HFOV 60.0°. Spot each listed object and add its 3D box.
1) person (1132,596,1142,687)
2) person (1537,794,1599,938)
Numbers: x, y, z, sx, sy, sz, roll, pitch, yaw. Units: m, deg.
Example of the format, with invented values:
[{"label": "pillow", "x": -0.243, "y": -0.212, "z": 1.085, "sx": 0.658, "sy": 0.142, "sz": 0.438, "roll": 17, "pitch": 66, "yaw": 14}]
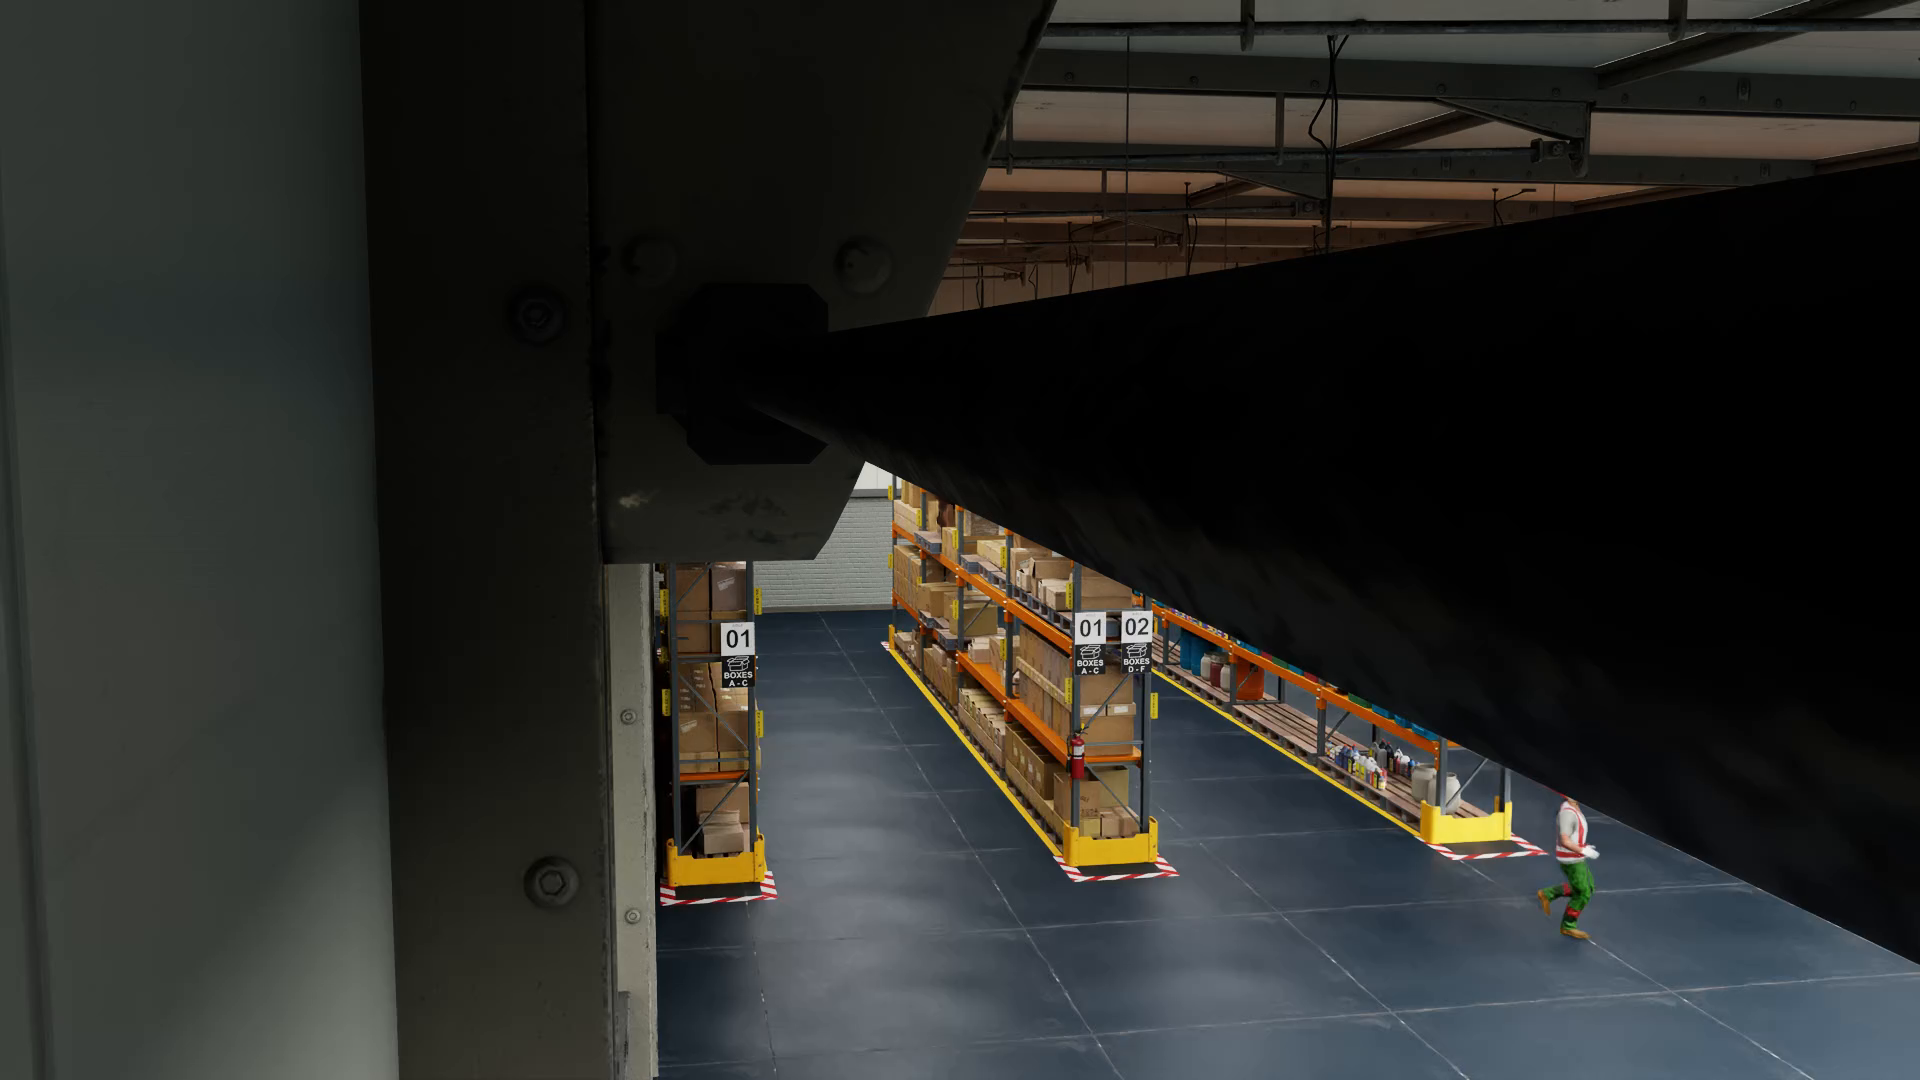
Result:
[{"label": "person", "x": 3.231, "y": 1.882, "z": 30.968, "sx": 0.637, "sy": 1.707, "sz": 0.849, "roll": -2, "pitch": 6, "yaw": -15}, {"label": "person", "x": 6.699, "y": 3.497, "z": 18.303, "sx": 0.629, "sy": 1.740, "sz": 0.691, "roll": 2, "pitch": 7, "yaw": 22}]
